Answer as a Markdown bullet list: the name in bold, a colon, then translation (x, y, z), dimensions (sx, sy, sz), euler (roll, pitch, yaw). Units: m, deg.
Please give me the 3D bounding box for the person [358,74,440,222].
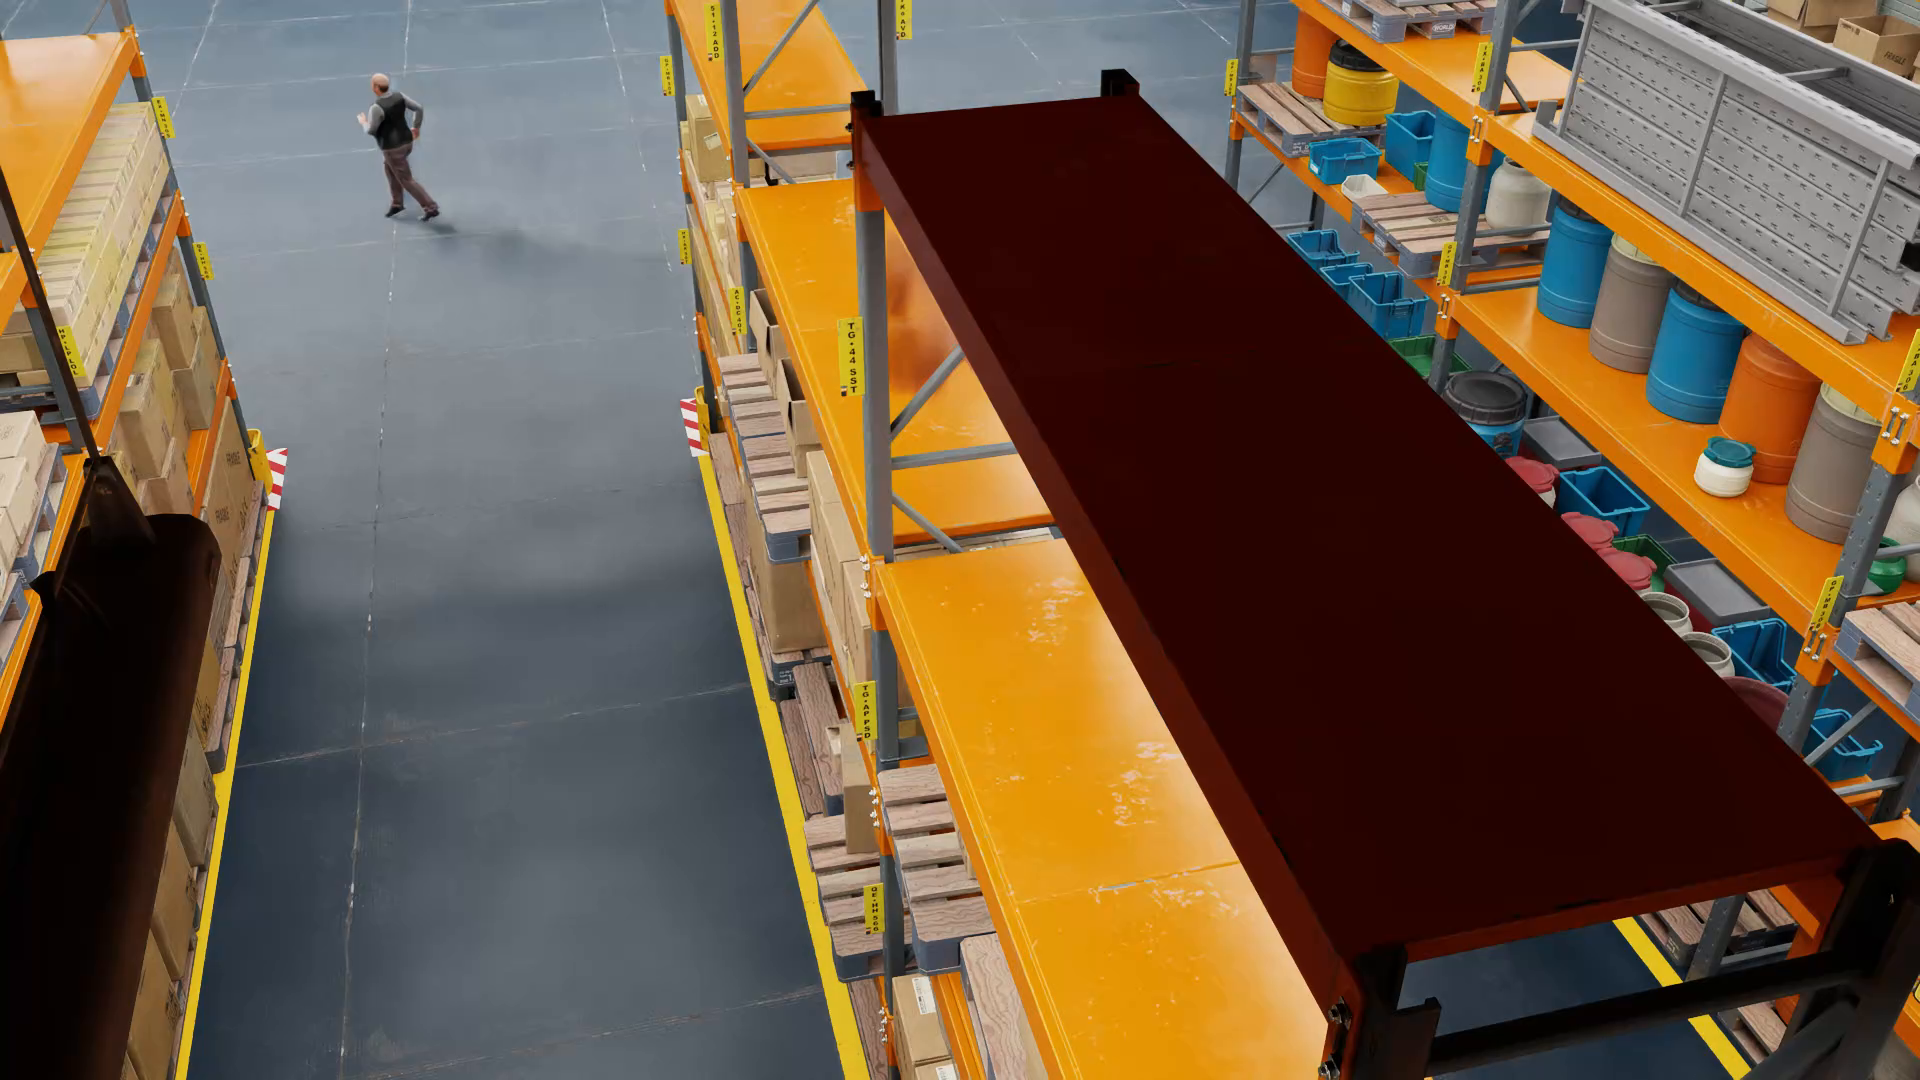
- **person**: translation (-6.448, -4.470, 19.079), dimensions (0.869, 1.774, 0.627), euler (9, 35, 13)
